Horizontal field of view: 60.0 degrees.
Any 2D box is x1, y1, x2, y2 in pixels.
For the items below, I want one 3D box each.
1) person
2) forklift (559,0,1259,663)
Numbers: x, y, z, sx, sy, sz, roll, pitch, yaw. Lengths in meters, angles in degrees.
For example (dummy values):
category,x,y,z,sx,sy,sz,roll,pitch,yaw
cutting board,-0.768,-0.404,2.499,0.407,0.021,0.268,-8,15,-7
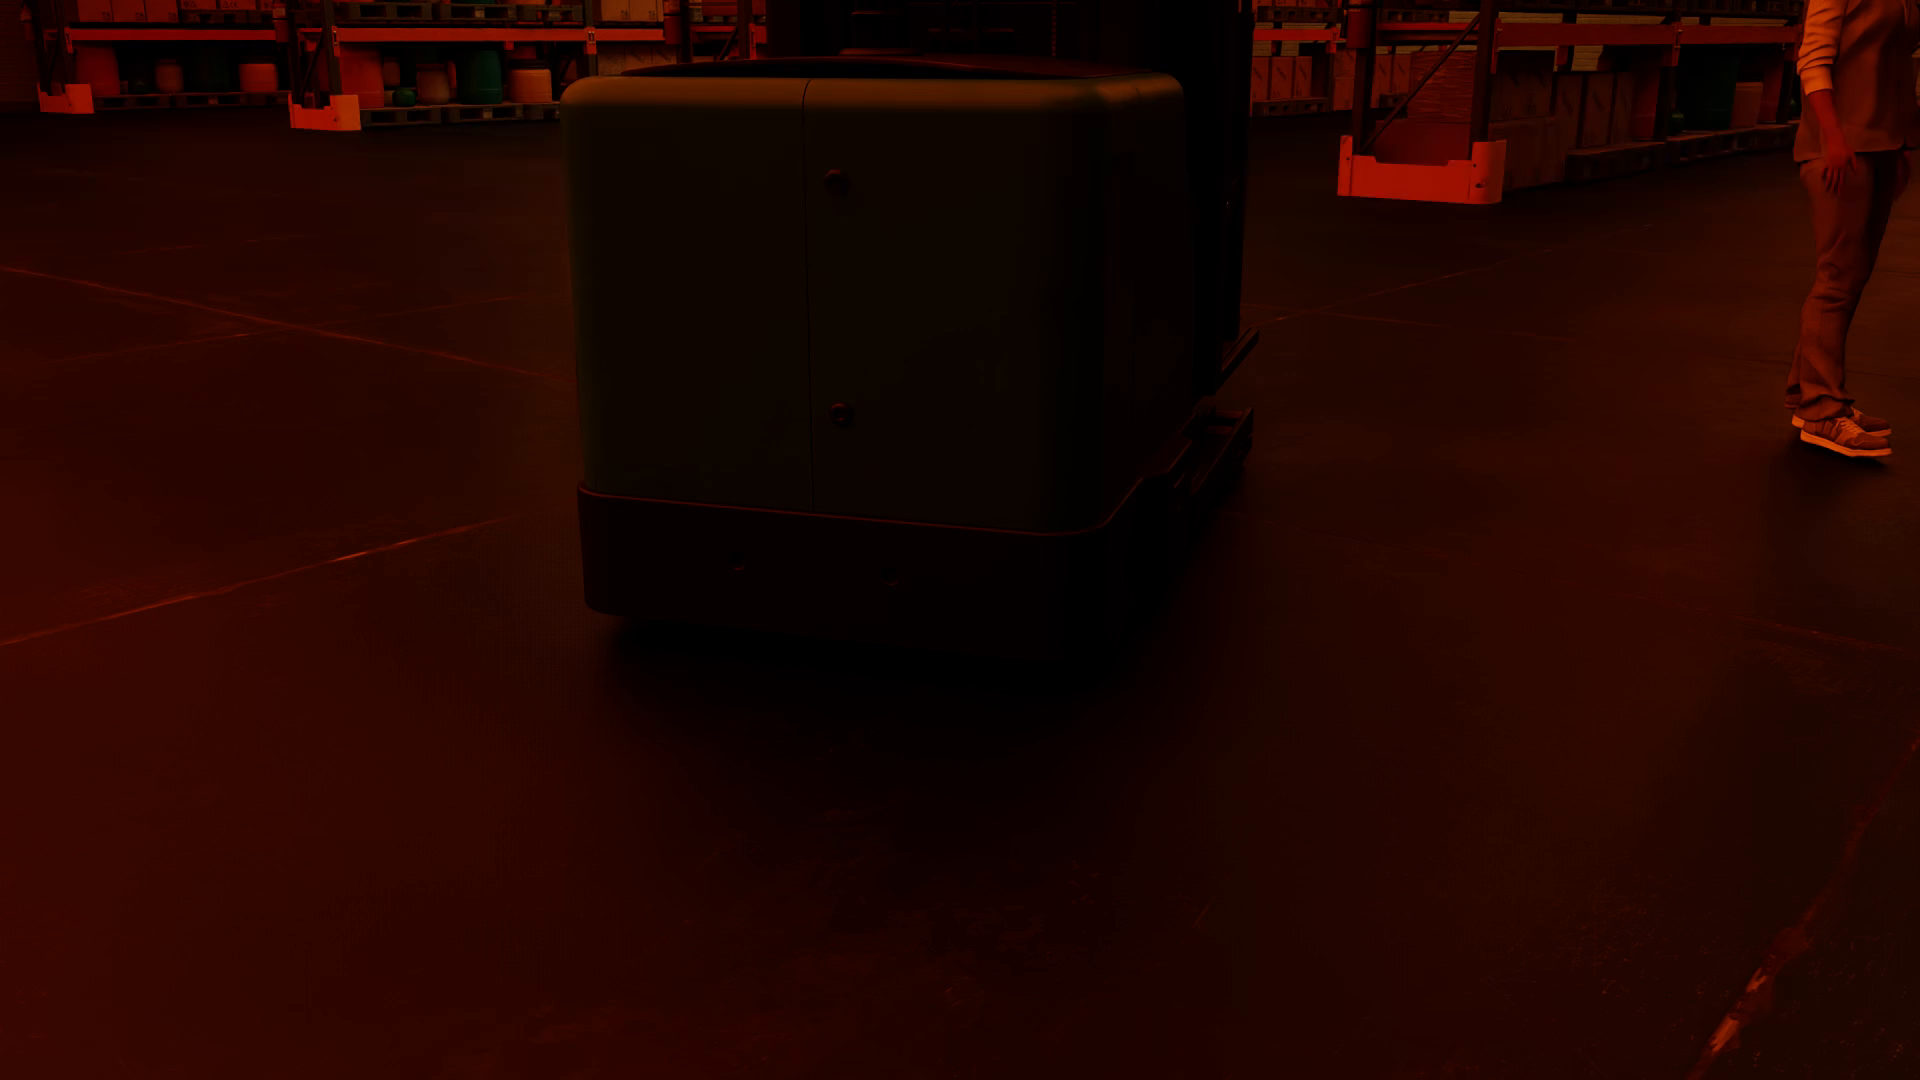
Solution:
category,x,y,z,sx,sy,sz,roll,pitch,yaw
person,2.599,-1.071,4.697,0.518,1.597,0.476,-14,22,-38
forklift,0.182,-1.571,4.072,1.130,2.935,3.031,5,18,17
